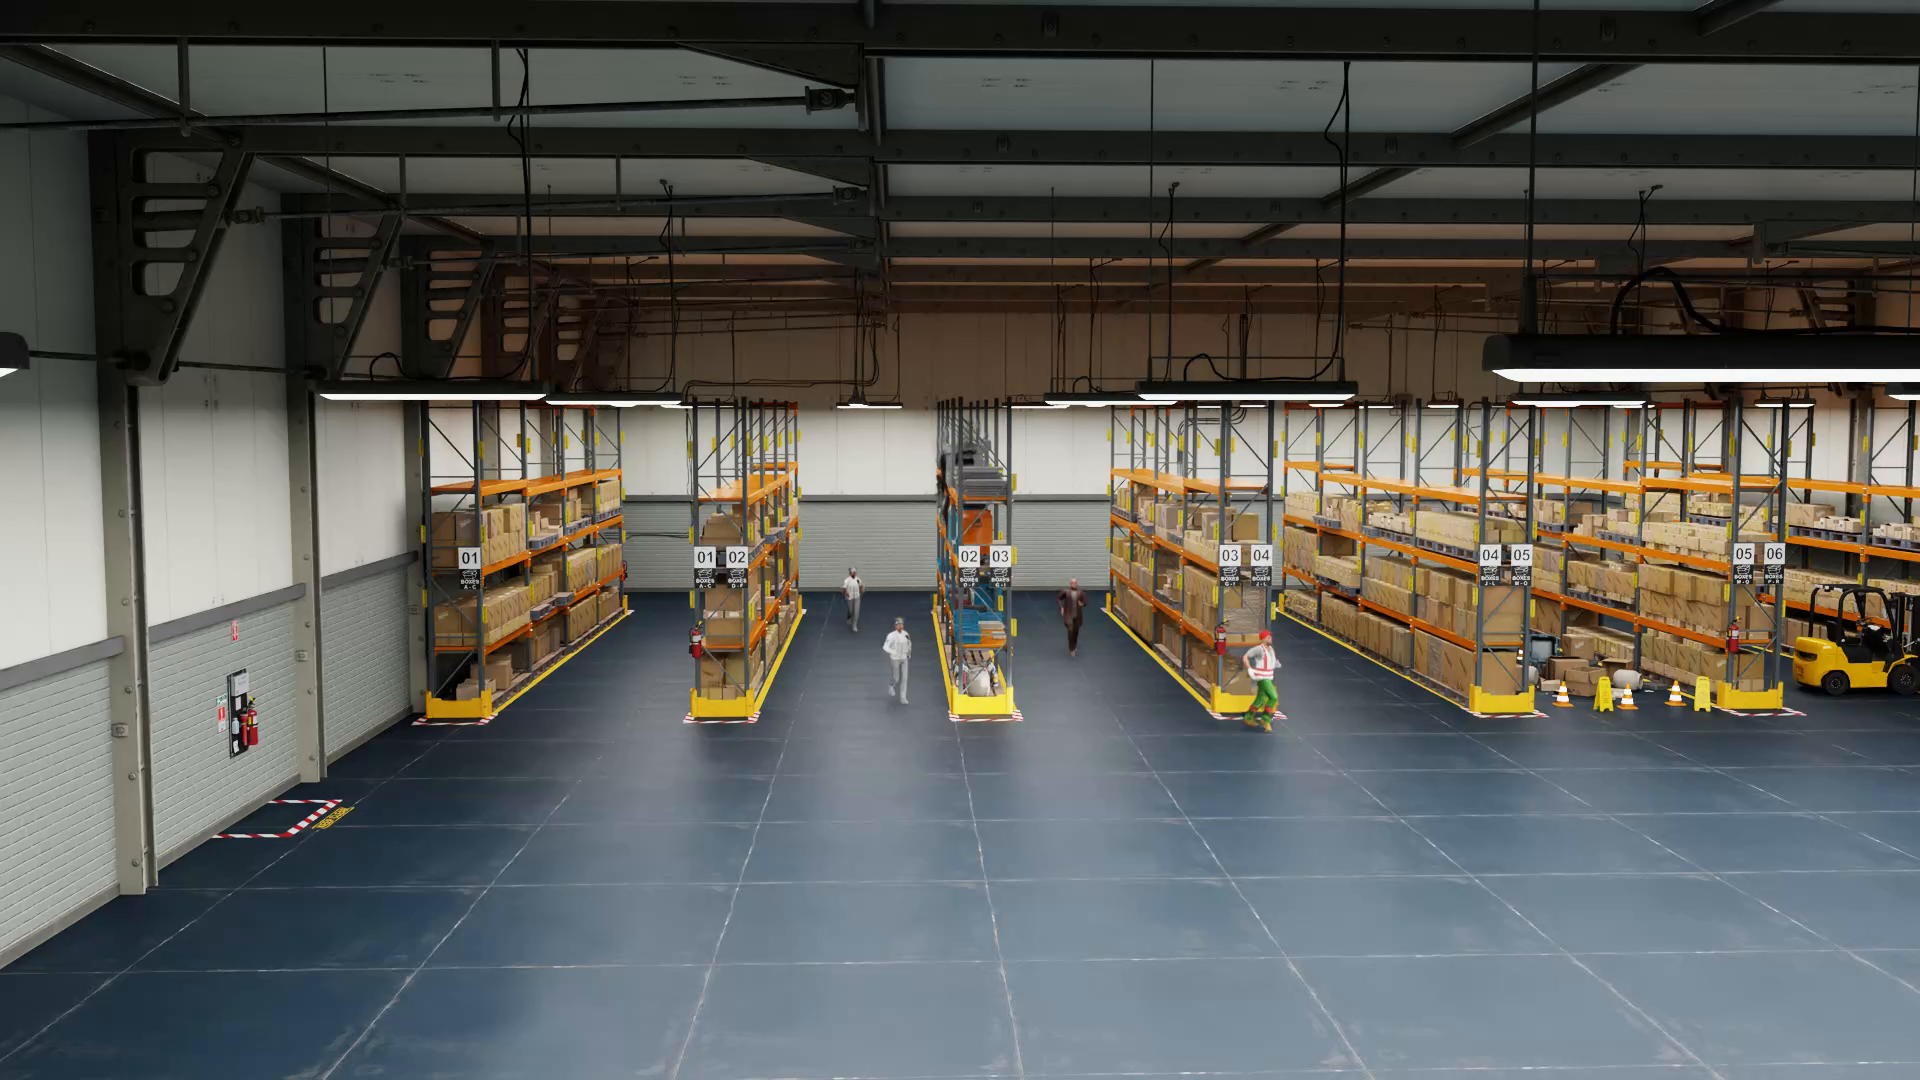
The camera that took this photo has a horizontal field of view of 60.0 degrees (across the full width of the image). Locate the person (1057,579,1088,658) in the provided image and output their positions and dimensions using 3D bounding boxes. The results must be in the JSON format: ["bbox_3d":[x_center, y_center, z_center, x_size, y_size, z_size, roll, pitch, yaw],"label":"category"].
[{"bbox_3d":[2.653,1.819,39.058,0.694,1.809,0.877,-1,4,-8],"label":"person"}]

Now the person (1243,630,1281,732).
[{"bbox_3d":[5.451,2.529,29.951,0.692,1.825,0.655,3,5,34],"label":"person"}]

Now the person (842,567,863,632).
[{"bbox_3d":[-2.799,1.533,43.582,0.579,1.682,0.764,-1,5,-14],"label":"person"}]

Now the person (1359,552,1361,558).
[{"bbox_3d":[11.320,1.230,46.952,0.540,1.770,0.868,-1,4,-10],"label":"person"}]

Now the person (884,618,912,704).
[{"bbox_3d":[-1.193,2.345,32.673,0.625,1.669,0.848,-2,5,-23],"label":"person"}]
